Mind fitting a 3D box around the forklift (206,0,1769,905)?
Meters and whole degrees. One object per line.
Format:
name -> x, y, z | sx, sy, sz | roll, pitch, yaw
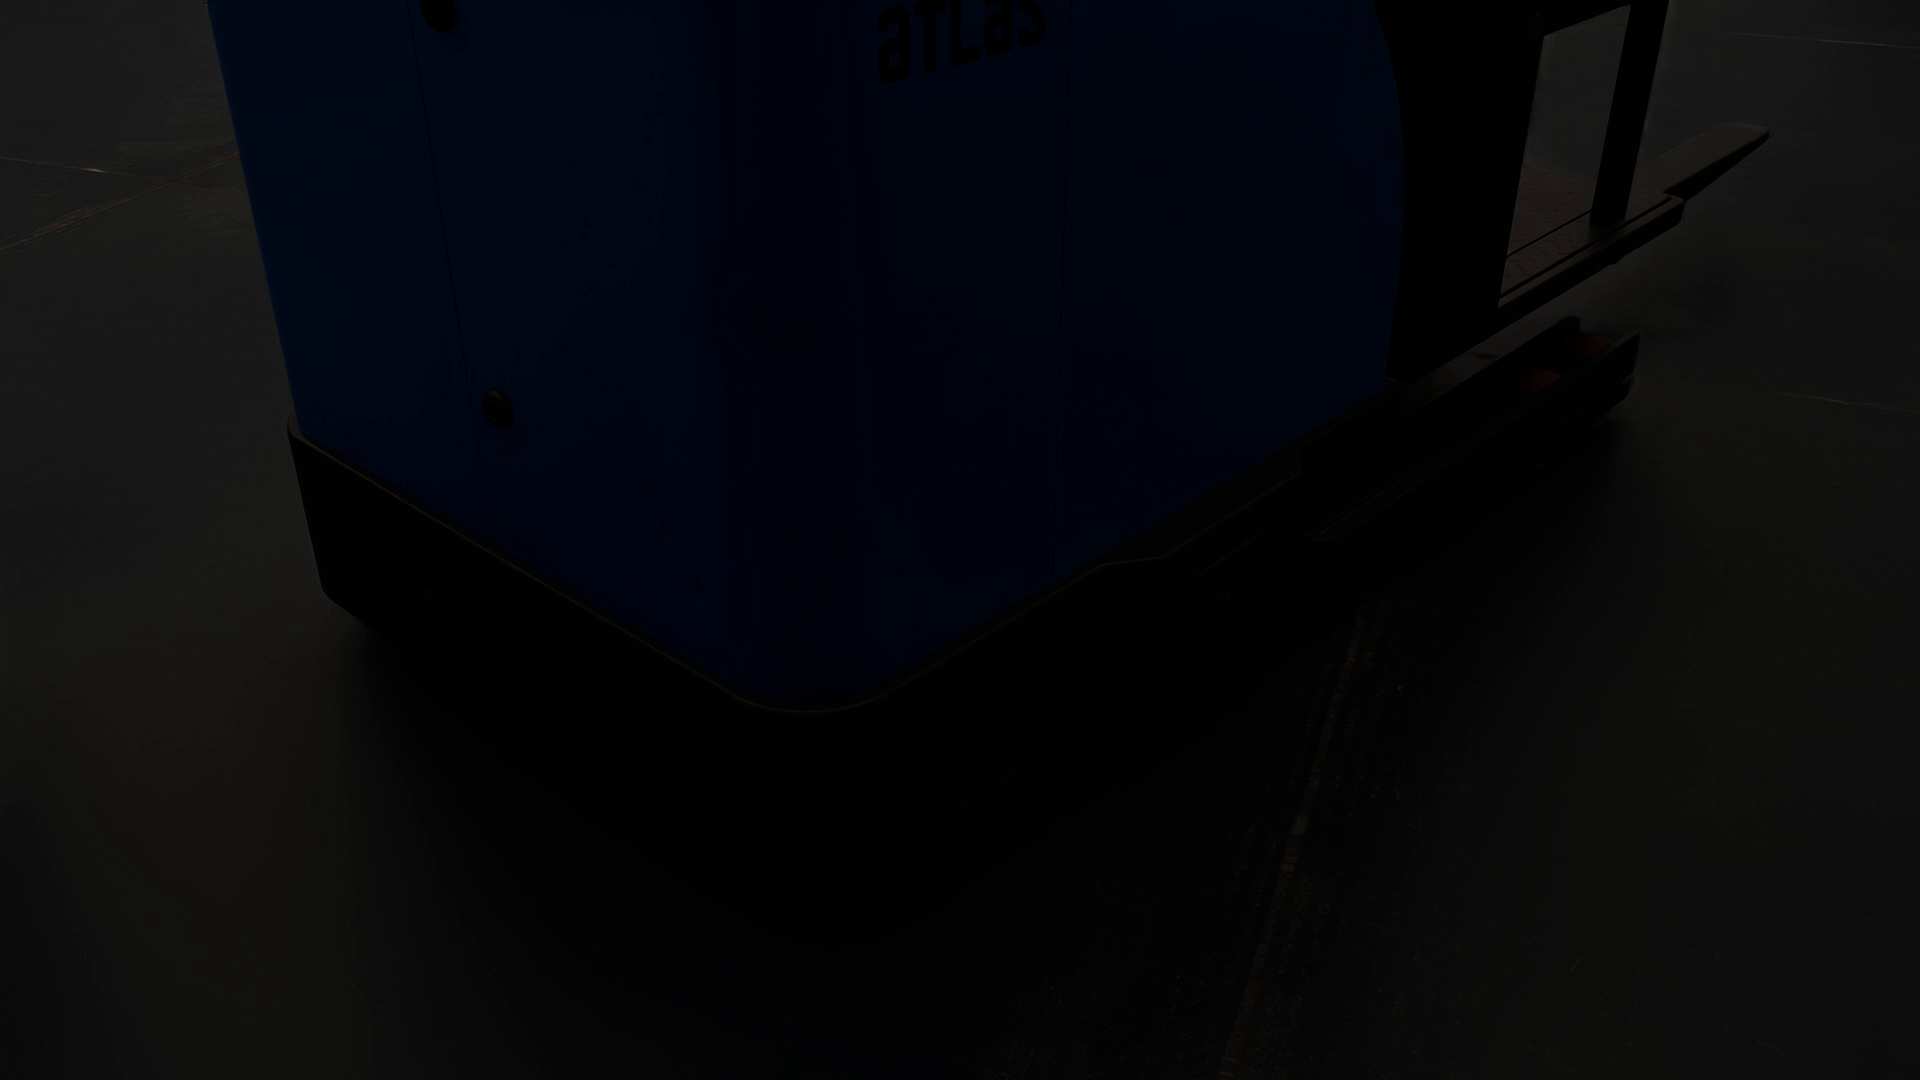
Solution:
forklift -> 0.497, -1.542, 2.249 | 1.130, 2.935, 3.031 | 24, 38, 36
